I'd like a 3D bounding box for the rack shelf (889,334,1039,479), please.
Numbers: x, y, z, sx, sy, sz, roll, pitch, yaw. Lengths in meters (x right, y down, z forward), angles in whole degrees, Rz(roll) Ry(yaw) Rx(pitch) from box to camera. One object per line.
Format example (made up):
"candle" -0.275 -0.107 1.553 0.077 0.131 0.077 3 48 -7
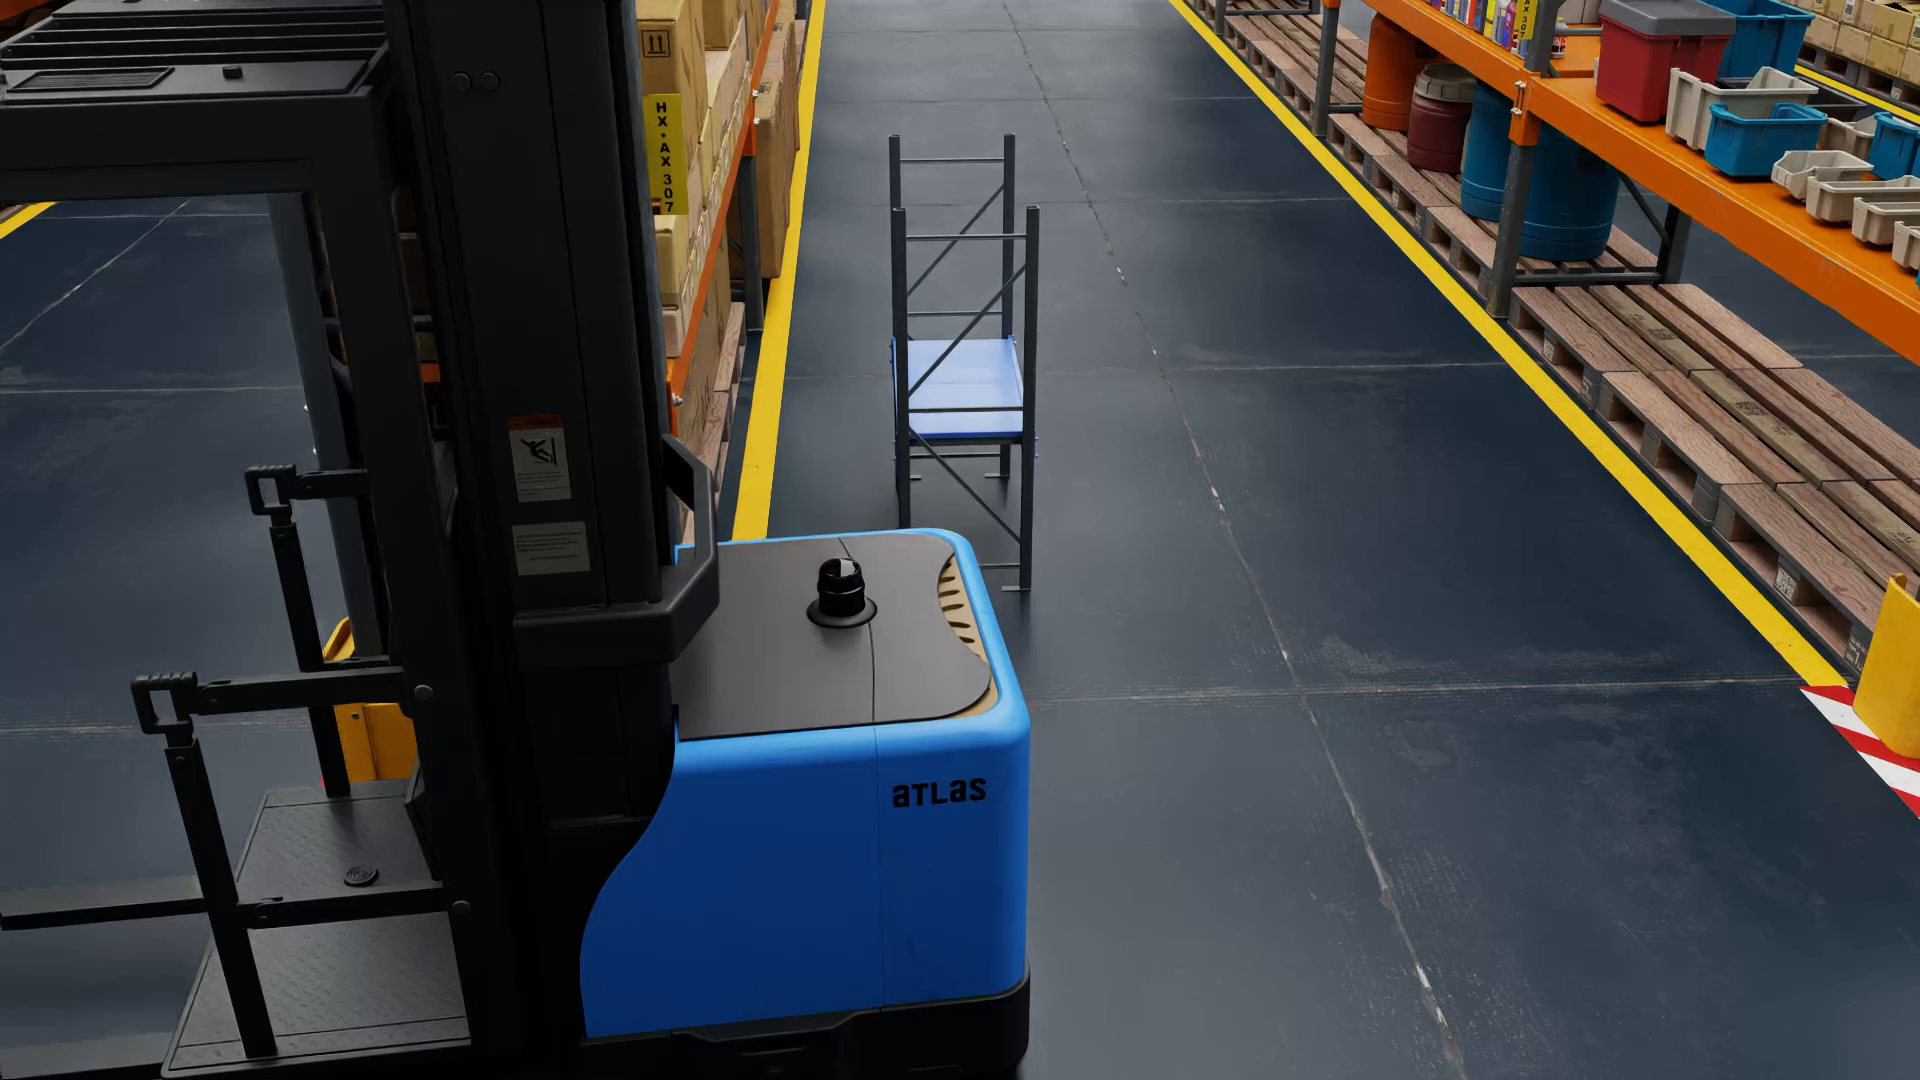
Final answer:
"rack shelf" -0.004 -0.545 6.562 0.538 0.185 1.000 -1 28 -3

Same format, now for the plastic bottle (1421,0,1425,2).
"plastic bottle" 2.958 -3.513 10.376 0.152 0.276 0.135 -1 28 -3

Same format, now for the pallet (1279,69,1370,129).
"pallet" 3.184 -3.538 13.306 1.003 0.211 1.213 -1 28 -3

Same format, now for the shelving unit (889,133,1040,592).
"shelving unit" -0.004 -0.704 6.479 0.538 1.500 1.048 -1 28 -3

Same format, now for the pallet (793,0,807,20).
"pallet" -2.040 -5.217 16.524 1.003 0.211 1.213 -1 28 -3

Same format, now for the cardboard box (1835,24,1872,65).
"cardboard box" 7.808 -4.208 14.094 0.500 0.250 0.500 -1 28 -1

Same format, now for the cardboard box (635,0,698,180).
"cardboard box" -1.124 -1.459 5.333 0.500 0.500 0.500 -2 28 -4

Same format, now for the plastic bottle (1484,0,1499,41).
"plastic bottle" 3.020 -2.963 9.242 0.144 0.351 0.185 -1 28 -3

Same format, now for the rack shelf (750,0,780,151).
"rack shelf" -1.656 -3.054 10.139 1.077 0.370 4.000 -1 28 -3

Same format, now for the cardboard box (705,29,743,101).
"cardboard box" -1.237 -2.078 7.331 0.500 0.250 0.500 -1 28 -1

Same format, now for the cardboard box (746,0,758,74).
"cardboard box" -1.326 -2.712 8.598 0.500 0.500 0.500 -1 28 -2

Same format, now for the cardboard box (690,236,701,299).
"cardboard box" -1.060 -0.899 5.502 0.380 0.149 0.250 -2 28 -4

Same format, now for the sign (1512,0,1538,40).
"sign" 2.845 -2.679 8.344 0.100 0.325 0.005 -1 28 -3

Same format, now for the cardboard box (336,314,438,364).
"cardboard box" -1.690 -0.647 5.019 0.380 0.149 0.250 -1 28 -2

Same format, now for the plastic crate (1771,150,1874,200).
"plastic crate" 3.306 -1.402 6.415 0.298 0.136 0.250 -1 28 -3

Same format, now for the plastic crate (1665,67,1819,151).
"plastic crate" 3.290 -1.833 7.084 0.437 0.282 0.530 -1 28 -3

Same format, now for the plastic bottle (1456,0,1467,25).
"plastic bottle" 2.999 -3.152 9.683 0.152 0.276 0.135 -1 28 -3

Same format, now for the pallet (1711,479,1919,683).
"pallet" 3.599 0.133 6.267 1.003 0.211 1.213 -1 28 -3

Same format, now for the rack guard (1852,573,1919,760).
"rack guard" 3.618 0.398 5.447 1.175 0.500 0.348 -1 28 -3

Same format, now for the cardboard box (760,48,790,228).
"cardboard box" -1.653 -2.401 9.953 1.225 0.875 0.875 -2 28 -4

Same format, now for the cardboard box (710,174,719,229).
"cardboard box" -1.101 -1.256 6.186 0.380 0.149 0.250 -2 28 -3

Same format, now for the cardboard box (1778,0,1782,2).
"cardboard box" 7.717 -5.169 15.329 0.500 0.311 0.500 -2 28 -3

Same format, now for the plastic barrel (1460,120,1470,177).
"plastic barrel" 3.406 -2.493 10.523 0.421 0.512 0.421 0 28 0

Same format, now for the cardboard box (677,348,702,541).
"cardboard box" -1.504 -0.560 6.423 0.875 0.875 0.875 -1 28 -3

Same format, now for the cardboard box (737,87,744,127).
"cardboard box" -1.182 -1.967 7.550 0.380 0.149 0.250 -2 28 -4

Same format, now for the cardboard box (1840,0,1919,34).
"cardboard box" 7.802 -4.459 13.968 0.500 0.311 0.500 -2 28 -3

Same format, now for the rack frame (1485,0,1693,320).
"rack frame" 3.395 -2.569 8.431 1.000 3.000 0.127 -1 28 -3

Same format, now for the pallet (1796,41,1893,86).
"pallet" 8.068 -4.241 14.652 1.003 0.211 1.213 -1 28 -3

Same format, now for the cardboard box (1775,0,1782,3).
"cardboard box" 7.723 -4.920 15.458 0.500 0.250 0.500 -1 28 -1

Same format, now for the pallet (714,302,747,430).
"pallet" -1.590 -0.860 8.170 1.003 0.211 1.213 -1 28 -3

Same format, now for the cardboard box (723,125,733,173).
"cardboard box" -1.141 -1.611 6.868 0.380 0.149 0.250 -2 28 -3

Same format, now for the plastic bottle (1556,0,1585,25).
"plastic bottle" 3.551 -3.161 9.700 0.152 0.276 0.135 -1 28 -3

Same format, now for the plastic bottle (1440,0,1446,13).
"plastic bottle" 2.953 -3.279 10.007 0.097 0.201 0.097 0 28 0

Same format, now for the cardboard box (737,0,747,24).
"cardboard box" -1.261 -2.641 7.600 0.500 0.500 0.500 -1 28 -1

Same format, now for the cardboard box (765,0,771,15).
"cardboard box" -1.411 -3.414 9.943 0.500 0.500 0.500 -1 28 -2

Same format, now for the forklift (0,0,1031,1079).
"forklift" -1.390 -0.069 3.713 3.031 2.935 1.130 -4 28 -8

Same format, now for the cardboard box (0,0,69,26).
"cardboard box" -6.661 -3.695 12.570 1.050 0.750 0.750 -2 28 -3

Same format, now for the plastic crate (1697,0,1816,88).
"plastic crate" 3.760 -2.381 8.024 0.392 0.384 0.575 -1 28 -3

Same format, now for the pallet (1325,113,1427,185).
"pallet" 3.268 -2.817 11.922 1.003 0.211 1.213 -1 28 -3

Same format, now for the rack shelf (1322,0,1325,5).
"rack shelf" 3.081 -5.021 13.910 1.077 0.370 4.000 -1 28 -3

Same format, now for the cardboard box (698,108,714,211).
"cardboard box" -1.155 -1.368 5.969 0.500 0.250 0.500 -2 28 -4

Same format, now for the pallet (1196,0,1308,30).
"pallet" 2.983 -5.338 16.756 1.003 0.211 1.213 -1 28 -3

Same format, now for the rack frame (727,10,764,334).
"rack frame" -1.552 -2.449 8.202 1.000 3.000 0.127 -1 28 -3

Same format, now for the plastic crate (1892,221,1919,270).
"plastic crate" 3.380 -1.003 5.650 0.396 0.136 0.243 -1 28 -3

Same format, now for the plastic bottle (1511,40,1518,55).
"plastic bottle" 3.018 -2.708 8.913 0.097 0.201 0.097 0 28 0

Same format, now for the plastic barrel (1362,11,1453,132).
"plastic barrel" 3.228 -3.414 11.946 0.600 0.830 0.708 -1 28 -3

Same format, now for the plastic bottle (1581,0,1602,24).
"plastic bottle" 3.702 -3.164 9.707 0.152 0.276 0.135 -1 28 -3

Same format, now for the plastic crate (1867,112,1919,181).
"plastic crate" 3.835 -1.542 6.580 0.416 0.233 0.300 -1 28 -3

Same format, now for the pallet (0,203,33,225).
"pallet" -6.619 -2.064 10.479 1.003 0.211 1.213 -1 28 -3
